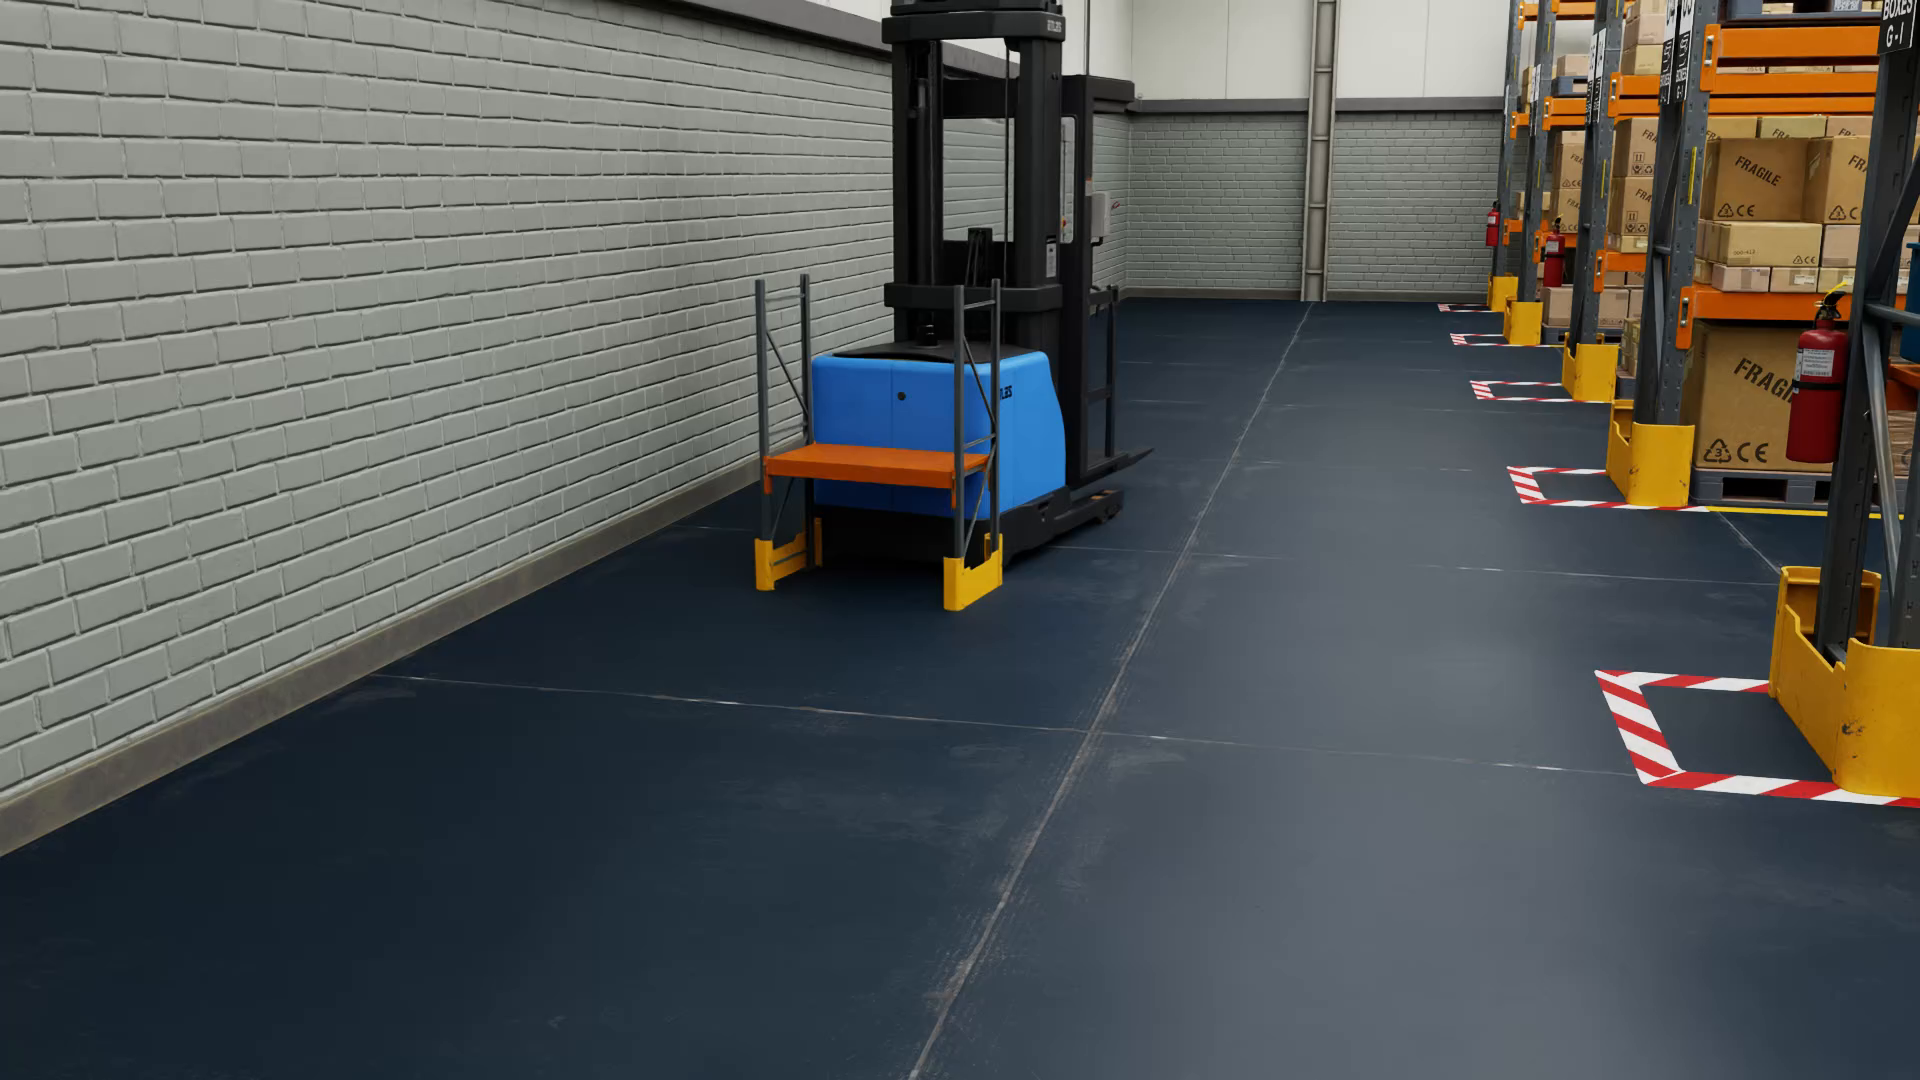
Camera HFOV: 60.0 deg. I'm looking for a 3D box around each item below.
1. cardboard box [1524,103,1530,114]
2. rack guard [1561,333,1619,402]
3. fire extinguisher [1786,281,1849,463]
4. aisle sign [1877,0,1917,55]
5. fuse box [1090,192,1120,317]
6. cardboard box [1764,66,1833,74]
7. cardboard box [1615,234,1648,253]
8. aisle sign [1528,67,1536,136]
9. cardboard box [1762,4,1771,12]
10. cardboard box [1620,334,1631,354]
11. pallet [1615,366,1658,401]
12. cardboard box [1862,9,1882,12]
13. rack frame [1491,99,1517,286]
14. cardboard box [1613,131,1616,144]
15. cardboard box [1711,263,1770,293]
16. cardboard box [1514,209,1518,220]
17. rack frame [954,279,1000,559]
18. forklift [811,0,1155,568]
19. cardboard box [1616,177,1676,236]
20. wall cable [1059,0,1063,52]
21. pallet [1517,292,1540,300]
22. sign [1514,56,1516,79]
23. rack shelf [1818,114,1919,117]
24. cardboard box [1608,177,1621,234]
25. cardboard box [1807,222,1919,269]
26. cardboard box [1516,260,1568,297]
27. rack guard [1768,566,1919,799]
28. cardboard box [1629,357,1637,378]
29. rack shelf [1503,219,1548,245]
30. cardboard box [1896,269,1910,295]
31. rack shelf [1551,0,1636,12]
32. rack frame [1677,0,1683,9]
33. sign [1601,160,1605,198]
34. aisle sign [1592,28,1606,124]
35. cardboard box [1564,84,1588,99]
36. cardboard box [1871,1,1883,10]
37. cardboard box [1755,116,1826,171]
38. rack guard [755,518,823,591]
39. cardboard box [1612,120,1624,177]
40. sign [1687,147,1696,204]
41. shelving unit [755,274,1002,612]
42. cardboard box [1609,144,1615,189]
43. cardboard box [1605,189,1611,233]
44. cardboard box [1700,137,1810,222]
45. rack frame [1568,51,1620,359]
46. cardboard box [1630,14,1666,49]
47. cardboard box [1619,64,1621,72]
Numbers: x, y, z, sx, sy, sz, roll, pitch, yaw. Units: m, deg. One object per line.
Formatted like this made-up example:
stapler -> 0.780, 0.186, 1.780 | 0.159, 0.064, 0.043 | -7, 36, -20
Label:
cardboard box -> 8.240, -6.192, 23.874 | 0.250, 0.149, 0.380 | 3, 13, 15
rack guard -> 5.786, -1.602, 15.298 | 0.348, 0.500, 1.175 | 3, 13, 14
fire extinguisher -> 3.202, -0.630, 6.188 | 0.183, 0.674, 0.296 | 3, 13, 14
aisle sign -> 3.239, -2.081, 5.686 | 0.004, 0.787, 0.394 | 3, 13, 14
fuse box -> 1.965, -3.965, 23.154 | 0.414, 1.711, 0.539 | 3, 13, 14
cardboard box -> 7.100, -4.088, 14.154 | 0.500, 0.250, 0.500 | 3, 13, 12
cardboard box -> 5.948, -2.618, 14.686 | 0.250, 0.149, 0.380 | 3, 13, 13
aisle sign -> 6.805, -5.210, 19.790 | 0.004, 0.787, 0.394 | 3, 13, 14
cardboard box -> 6.697, -4.532, 14.081 | 0.250, 0.149, 0.380 | 3, 13, 14
cardboard box -> 6.293, -1.817, 15.424 | 0.250, 0.149, 0.380 | 3, 13, 12
pallet -> 6.566, -1.411, 15.106 | 1.213, 0.211, 1.003 | 3, 13, 14
cardboard box -> 7.562, -4.302, 13.966 | 0.500, 0.250, 0.500 | 3, 13, 11
rack frame -> 7.986, -4.916, 24.466 | 0.127, 3.000, 1.000 | 3, 13, 14
cardboard box -> 7.575, -4.613, 19.063 | 0.250, 0.149, 0.380 | 3, 13, 15
cardboard box -> 4.691, -1.578, 9.999 | 0.250, 0.149, 0.380 | 3, 13, 14
cardboard box -> 8.372, -4.833, 24.671 | 0.250, 0.149, 0.380 | 3, 13, 13
rack frame -> 0.083, -0.459, 7.836 | 0.032, 1.500, 0.500 | 5, 14, 22
forklift -> 0.319, -1.563, 9.510 | 1.130, 2.935, 3.031 | 6, 14, 25
cardboard box -> 6.082, -2.939, 14.636 | 0.500, 0.500, 0.500 | 4, 13, 16
wall cable -> 1.210, -7.037, 20.175 | 0.029, 3.000, 0.463 | 3, 13, 14
pallet -> 8.834, -3.509, 24.565 | 1.213, 0.211, 1.003 | 3, 13, 14
sign -> 7.856, -6.693, 23.533 | 0.005, 0.325, 0.100 | 3, 13, 14
rack shelf -> 13.811, -5.718, 22.816 | 4.000, 0.370, 1.077 | 3, 13, 14
cardboard box -> 6.210, -3.051, 15.141 | 0.500, 0.500, 0.500 | 3, 13, 15
cardboard box -> 5.333, -1.753, 9.868 | 0.500, 0.250, 0.500 | 3, 13, 13
cardboard box -> 8.557, -3.851, 24.458 | 0.637, 0.503, 0.797 | 3, 13, 11
rack guard -> 3.213, 0.475, 5.937 | 0.348, 0.500, 1.175 | 3, 13, 14
cardboard box -> 6.144, -1.545, 14.883 | 0.250, 0.149, 0.380 | 3, 13, 15
rack shelf -> 9.928, -4.461, 24.077 | 4.000, 0.370, 1.077 | 3, 13, 14
cardboard box -> 5.443, -1.538, 9.821 | 0.250, 0.149, 0.380 | 3, 13, 13
rack shelf -> 8.742, -6.151, 18.765 | 4.000, 0.370, 1.077 | 3, 13, 14
rack frame -> 4.426, -4.717, 9.718 | 0.127, 3.000, 1.000 | 3, 13, 14
sign -> 5.582, -3.134, 14.437 | 0.005, 0.325, 0.100 | 3, 13, 14
aisle sign -> 5.570, -4.036, 14.497 | 0.004, 0.787, 0.394 | 3, 13, 14
cardboard box -> 8.850, -6.350, 23.663 | 0.500, 0.250, 0.500 | 3, 13, 15
cardboard box -> 7.714, -4.477, 13.836 | 0.250, 0.149, 0.380 | 3, 13, 13
cardboard box -> 7.076, -3.372, 14.283 | 0.500, 0.500, 0.500 | 3, 13, 12
rack guard -> -0.856, 0.067, 8.351 | 0.087, 0.250, 0.587 | 5, 14, 22
cardboard box -> 6.216, -3.537, 15.023 | 0.500, 0.500, 0.500 | 3, 13, 12
sign -> 4.287, -2.133, 9.741 | 0.005, 0.325, 0.100 | 3, 13, 14
shelving unit -> -0.396, -0.502, 8.029 | 1.083, 1.500, 0.587 | 5, 14, 22
cardboard box -> 7.701, -4.299, 19.145 | 0.500, 0.500, 0.500 | 3, 13, 12
cardboard box -> 7.695, -3.815, 19.274 | 0.500, 0.500, 0.500 | 3, 13, 13
cardboard box -> 4.962, -2.256, 10.406 | 0.500, 0.500, 0.500 | 3, 13, 14
rack frame -> 5.712, -2.826, 15.045 | 0.127, 3.000, 1.000 | 3, 13, 14
cardboard box -> 6.086, -4.383, 14.331 | 0.500, 0.250, 0.500 | 3, 13, 14
cardboard box -> 7.685, -5.458, 19.365 | 0.250, 0.149, 0.380 | 2, 13, 9
